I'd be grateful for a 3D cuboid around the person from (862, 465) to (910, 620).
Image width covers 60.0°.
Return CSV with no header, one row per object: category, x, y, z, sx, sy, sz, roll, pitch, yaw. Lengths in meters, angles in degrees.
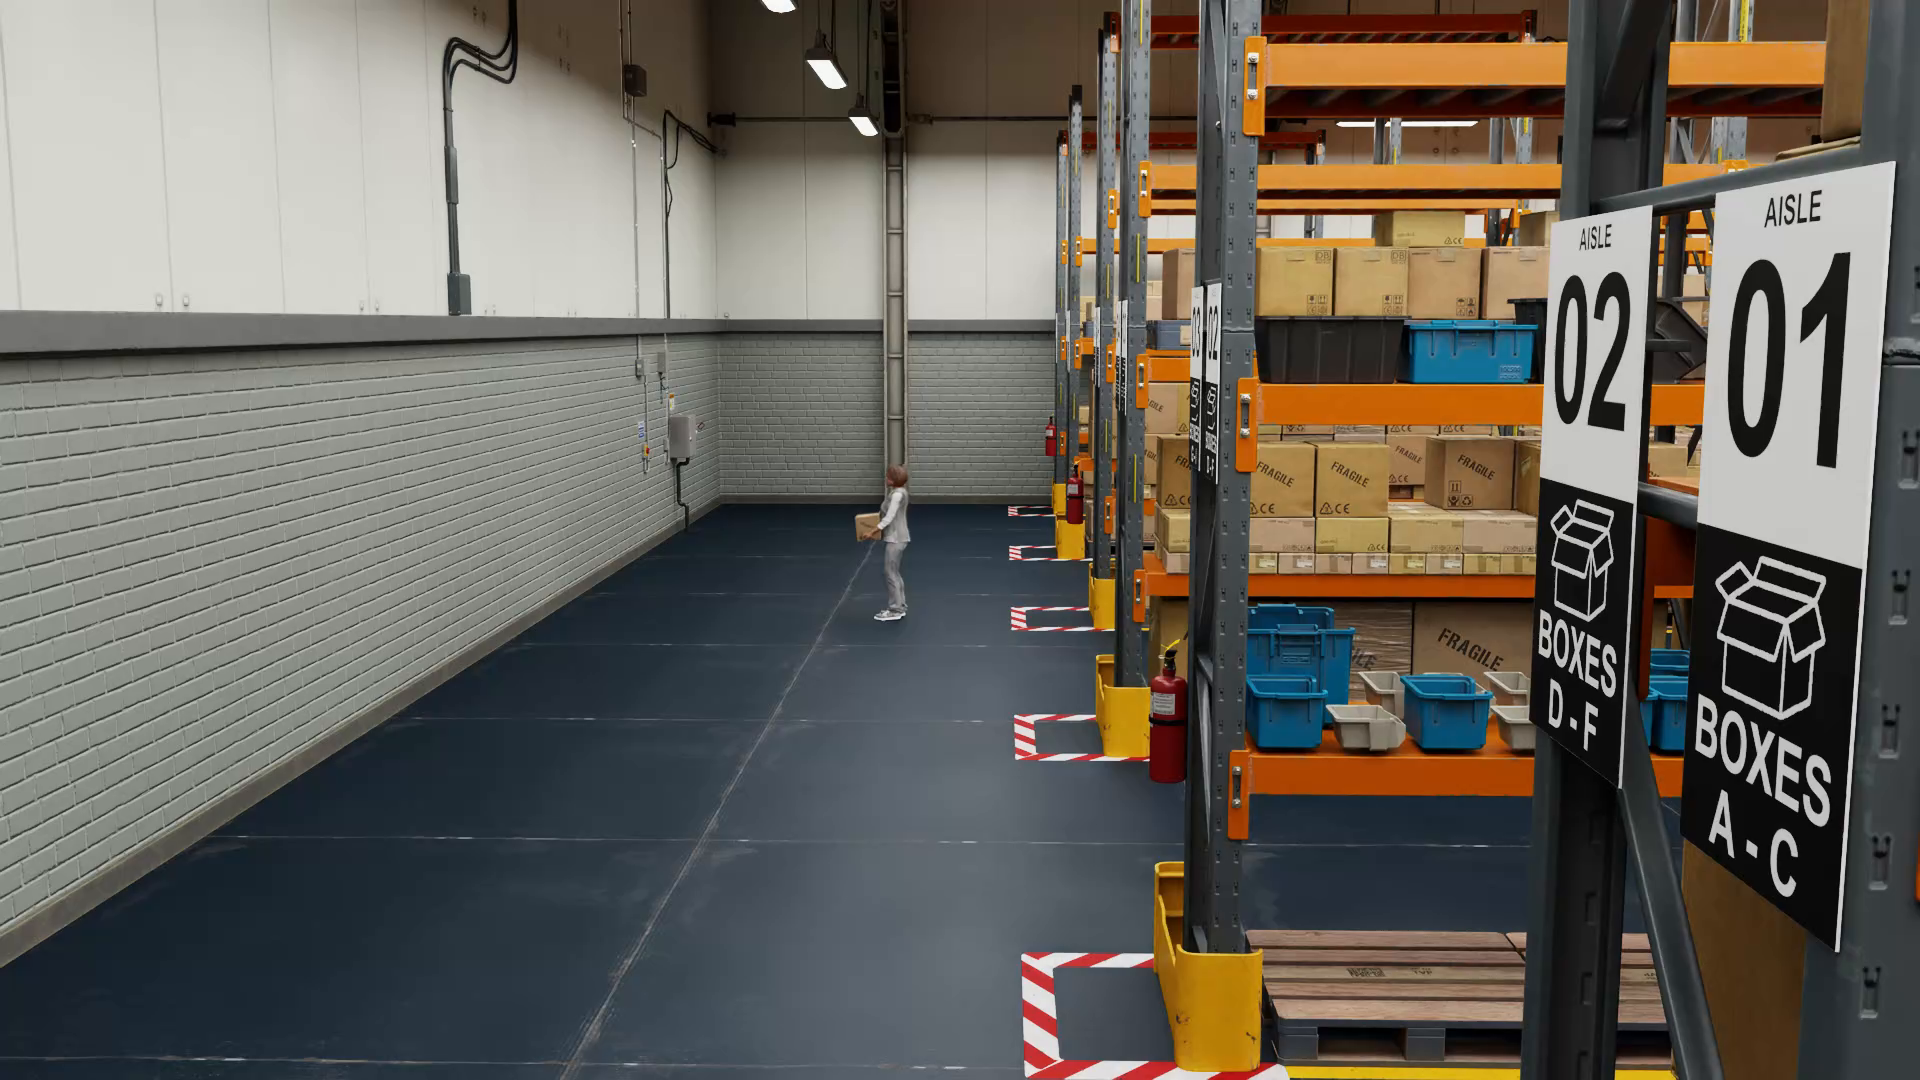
person,-0.756,0.023,17.131,0.489,1.596,0.425,0,7,1
